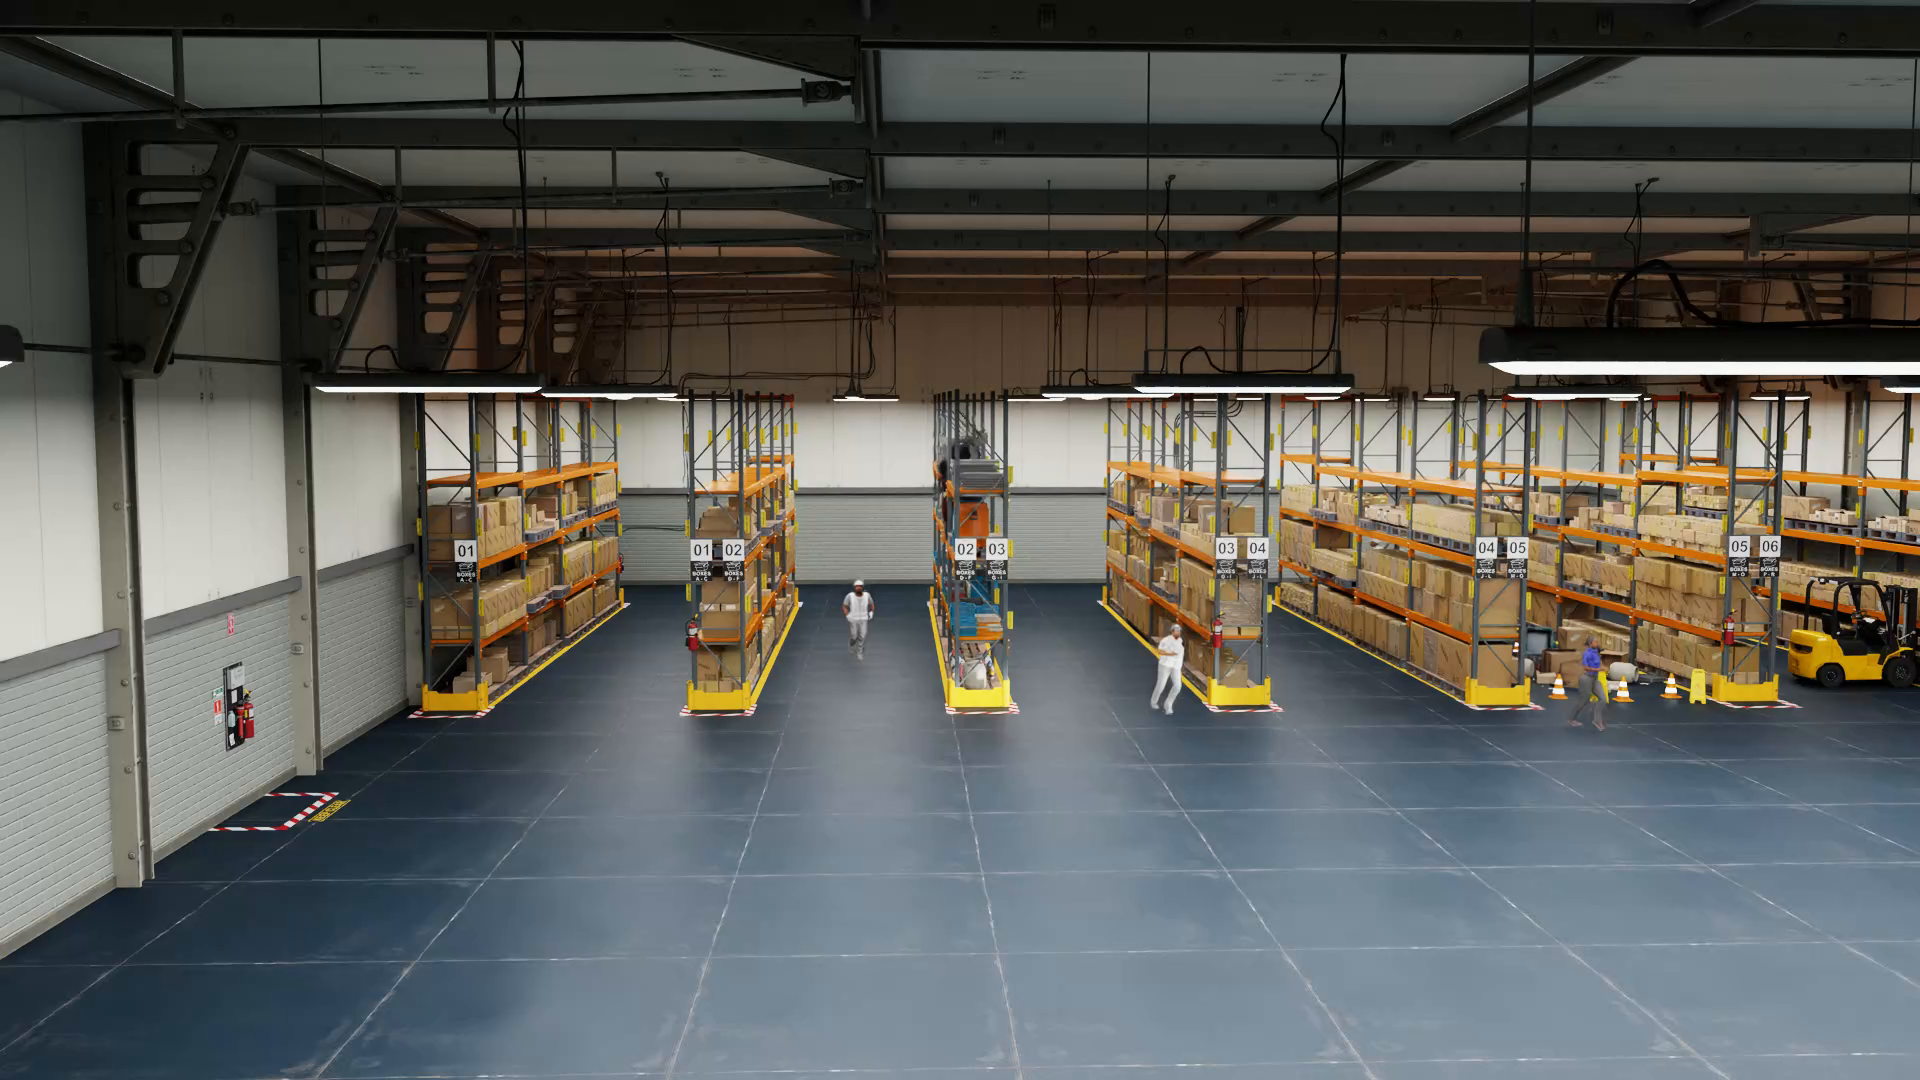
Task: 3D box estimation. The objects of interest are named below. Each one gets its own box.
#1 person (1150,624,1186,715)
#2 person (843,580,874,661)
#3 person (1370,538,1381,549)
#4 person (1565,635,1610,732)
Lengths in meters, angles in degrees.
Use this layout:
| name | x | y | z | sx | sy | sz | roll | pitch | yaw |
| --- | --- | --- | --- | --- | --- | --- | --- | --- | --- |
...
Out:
| name | x | y | z | sx | sy | sz | roll | pitch | yaw |
| --- | --- | --- | --- | --- | --- | --- | --- | --- | --- |
| person | 3.932 | 2.400 | 30.919 | 0.632 | 1.689 | 0.688 | -2 | 5 | -19 |
| person | -2.216 | 1.749 | 36.472 | 0.704 | 1.755 | 0.619 | -1 | 5 | -14 |
| person | 12.325 | 0.829 | 49.255 | 0.852 | 1.816 | 0.670 | 1 | 5 | 6 |
| person | 11.034 | 2.525 | 29.185 | 0.567 | 1.718 | 0.766 | -5 | 7 | -44 |
